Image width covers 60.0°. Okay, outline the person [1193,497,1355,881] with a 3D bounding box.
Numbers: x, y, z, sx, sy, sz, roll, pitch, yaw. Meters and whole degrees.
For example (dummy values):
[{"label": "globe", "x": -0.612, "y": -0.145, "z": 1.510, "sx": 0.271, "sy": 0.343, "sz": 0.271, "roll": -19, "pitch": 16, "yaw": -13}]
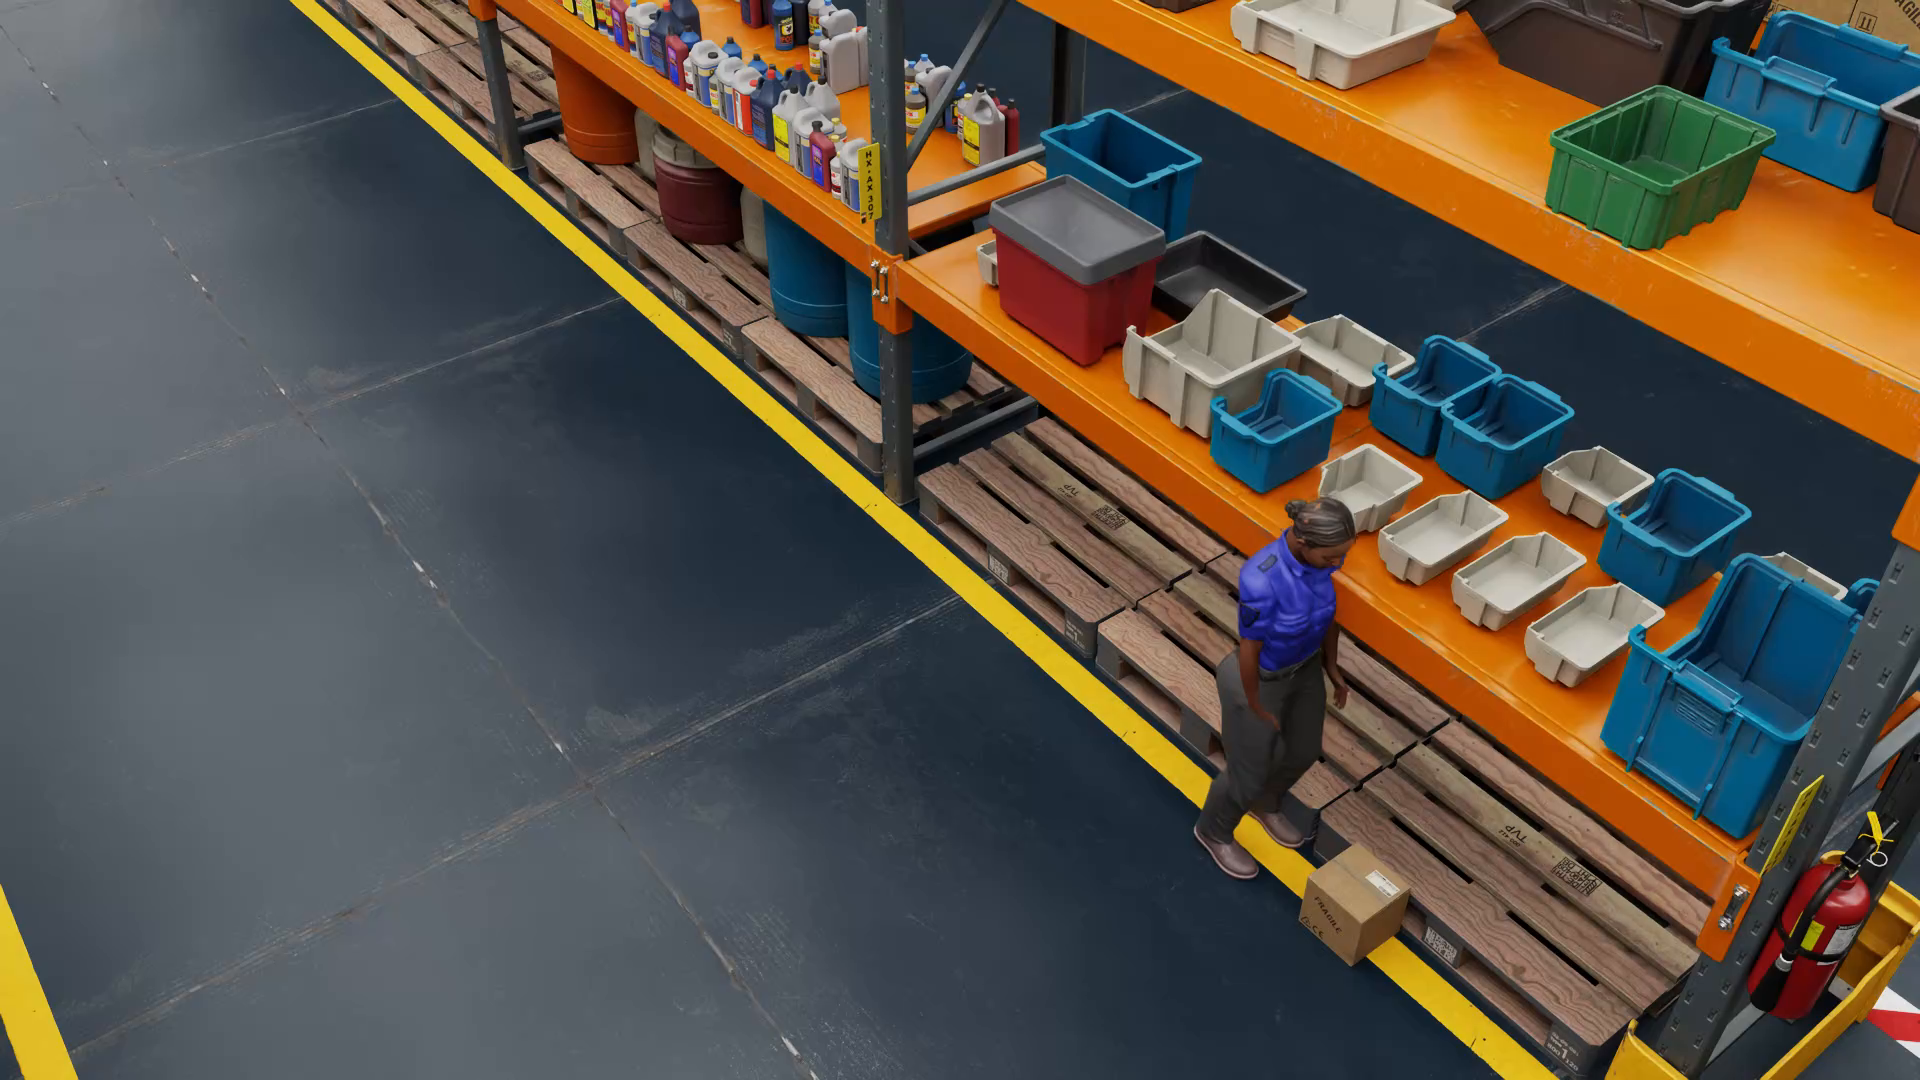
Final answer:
[{"label": "person", "x": 1.090, "y": 0.476, "z": 5.635, "sx": 0.448, "sy": 1.631, "sz": 0.342, "roll": -26, "pitch": 47, "yaw": -27}]
